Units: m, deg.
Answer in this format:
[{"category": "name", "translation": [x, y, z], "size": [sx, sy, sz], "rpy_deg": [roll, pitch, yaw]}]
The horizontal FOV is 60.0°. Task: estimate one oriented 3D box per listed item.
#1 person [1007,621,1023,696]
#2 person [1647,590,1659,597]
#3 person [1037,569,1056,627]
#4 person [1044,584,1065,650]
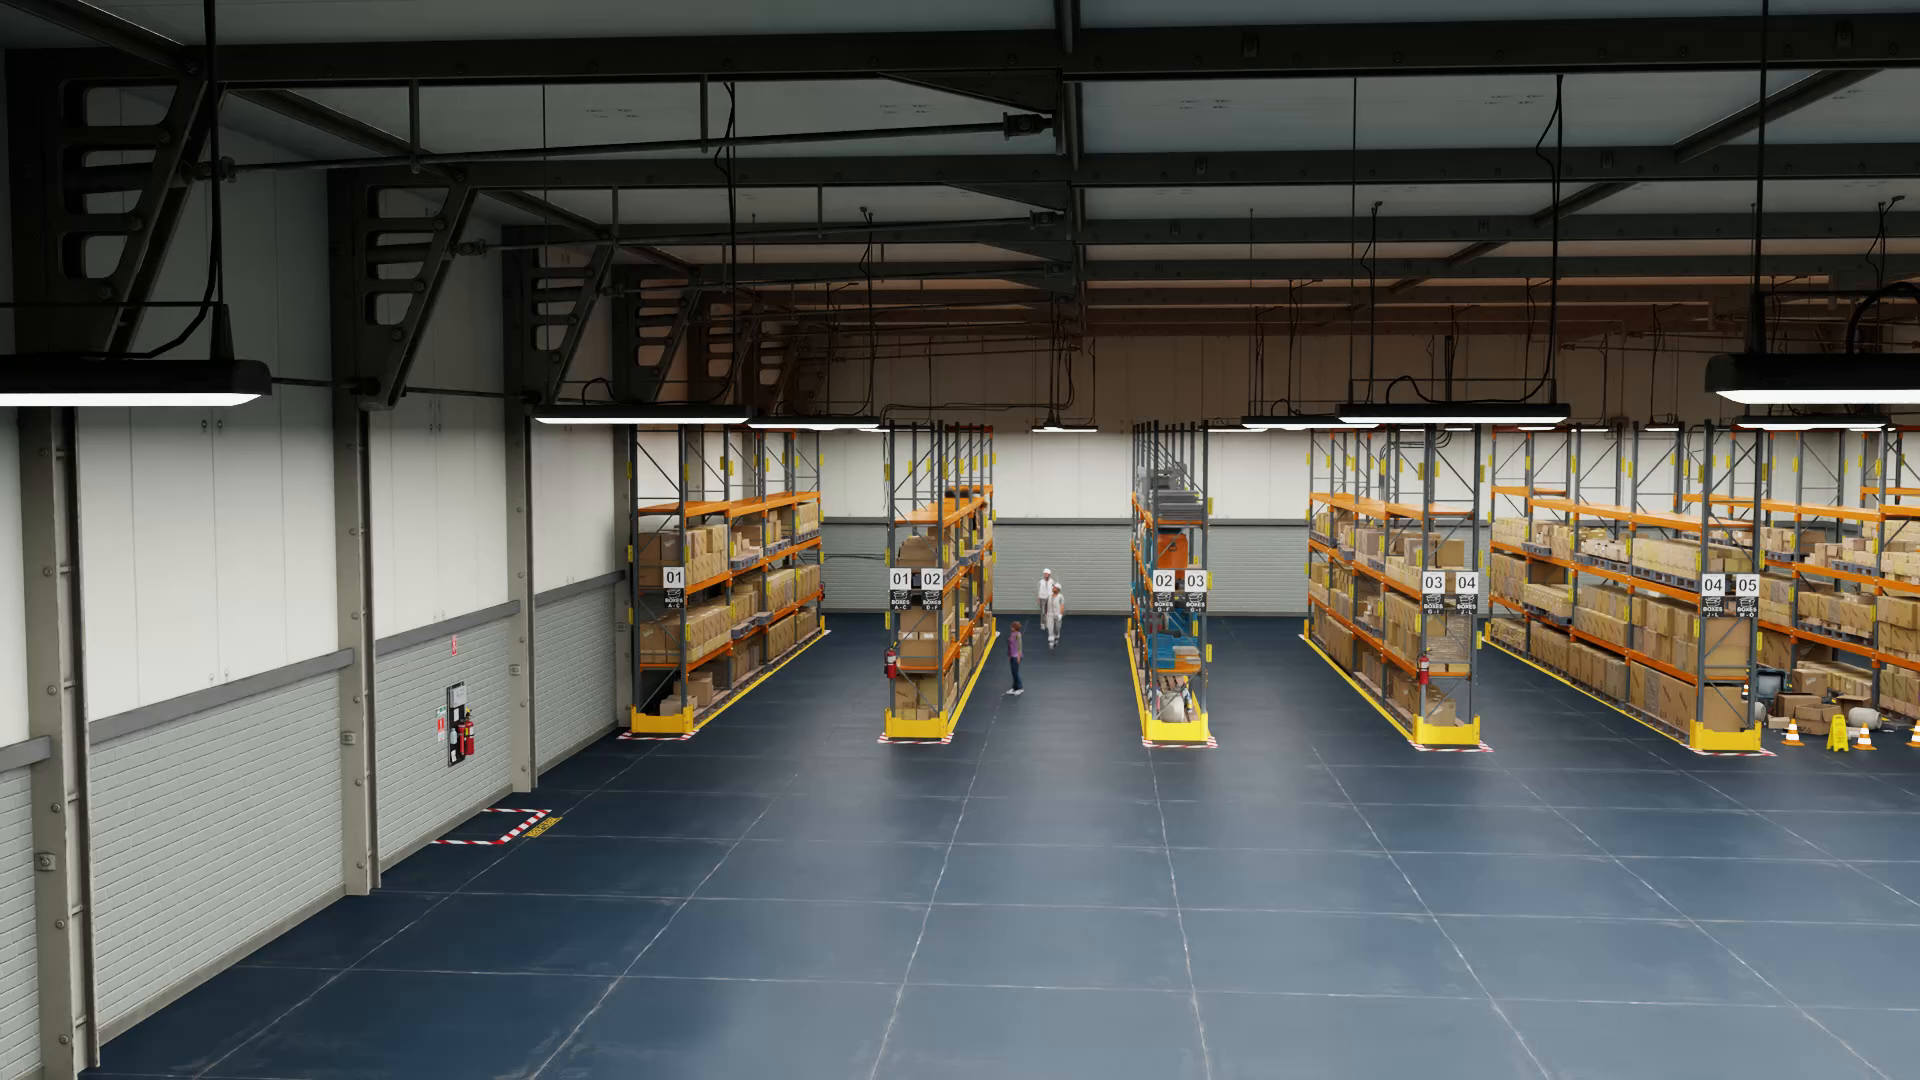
[{"category": "person", "translation": [1.205, 2.601, 36.702], "size": [0.321, 1.620, 0.450], "rpy_deg": [-1, 4, -19]}, {"category": "person", "translation": [19.735, 1.623, 47.648], "size": [0.413, 0.933, 0.658], "rpy_deg": [-1, 4, -9]}, {"category": "person", "translation": [2.572, 1.708, 49.093], "size": [0.531, 1.706, 0.426], "rpy_deg": [-1, 4, -19]}, {"category": "person", "translation": [2.499, 2.022, 43.993], "size": [0.543, 1.727, 1.050], "rpy_deg": [0, 4, 2]}]
